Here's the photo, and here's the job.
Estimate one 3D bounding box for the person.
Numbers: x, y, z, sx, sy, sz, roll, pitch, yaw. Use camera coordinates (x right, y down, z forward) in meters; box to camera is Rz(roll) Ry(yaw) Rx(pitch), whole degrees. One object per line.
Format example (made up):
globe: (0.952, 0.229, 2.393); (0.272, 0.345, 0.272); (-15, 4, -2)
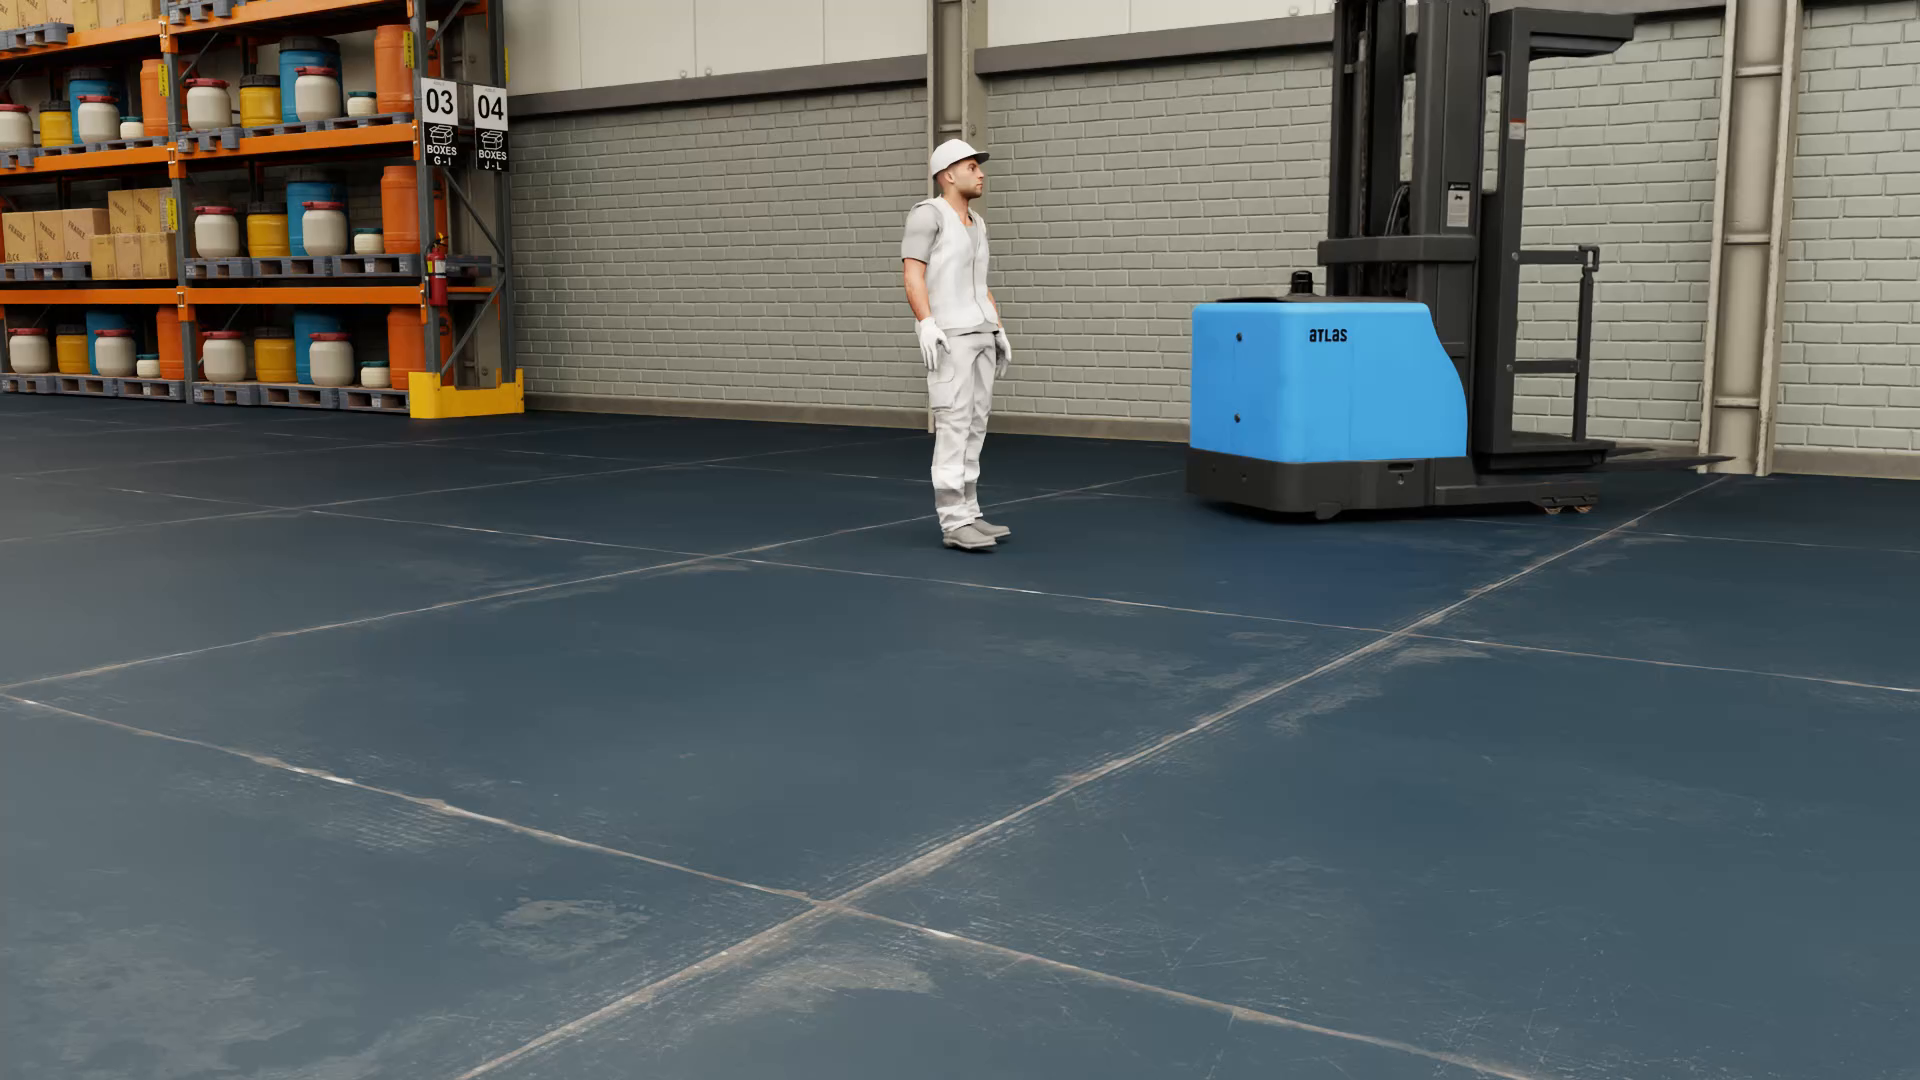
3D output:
person: (0.059, -0.885, 7.422); (0.564, 1.787, 0.637); (5, 10, 34)

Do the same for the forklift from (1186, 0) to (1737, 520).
forklift: (2.780, -1.654, 8.821); (3.031, 2.935, 1.130); (-3, 9, -21)
